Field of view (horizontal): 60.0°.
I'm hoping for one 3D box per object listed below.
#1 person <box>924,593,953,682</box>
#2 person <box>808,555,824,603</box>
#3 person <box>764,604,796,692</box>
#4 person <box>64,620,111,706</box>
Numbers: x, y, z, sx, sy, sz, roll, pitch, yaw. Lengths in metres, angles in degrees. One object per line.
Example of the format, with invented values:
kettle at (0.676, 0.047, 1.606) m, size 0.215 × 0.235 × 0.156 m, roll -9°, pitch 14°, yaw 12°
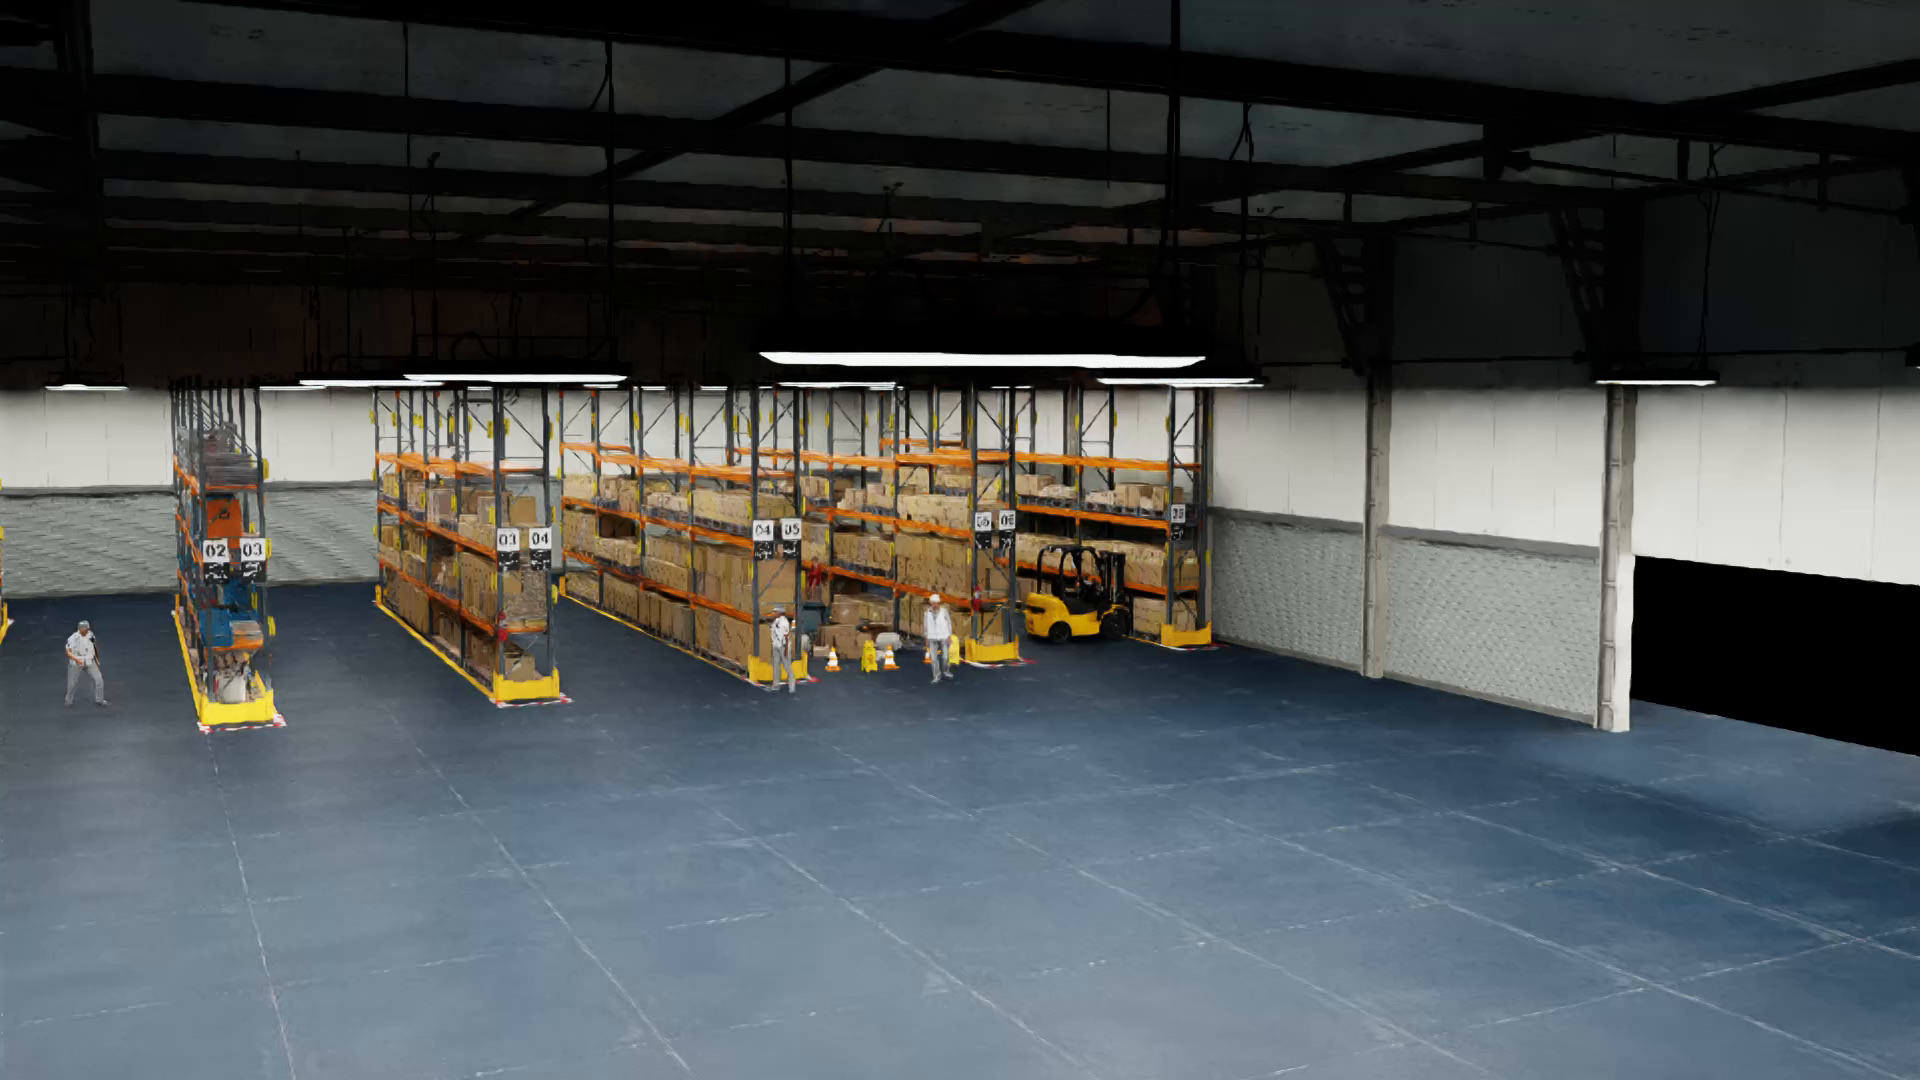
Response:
person at (-0.426, 1.921, 32.919) m, size 0.576 × 1.761 × 0.568 m, roll 1°, pitch 5°, yaw 9°
person at (-3.564, 1.238, 40.649) m, size 0.594 × 1.715 × 0.668 m, roll 0°, pitch 5°, yaw -2°
person at (-3.410, 2.062, 31.790) m, size 0.494 × 1.665 × 0.582 m, roll -4°, pitch 6°, yaw -35°
person at (-15.961, 2.227, 30.288) m, size 0.655 × 1.593 × 0.824 m, roll -5°, pitch 7°, yaw -44°
